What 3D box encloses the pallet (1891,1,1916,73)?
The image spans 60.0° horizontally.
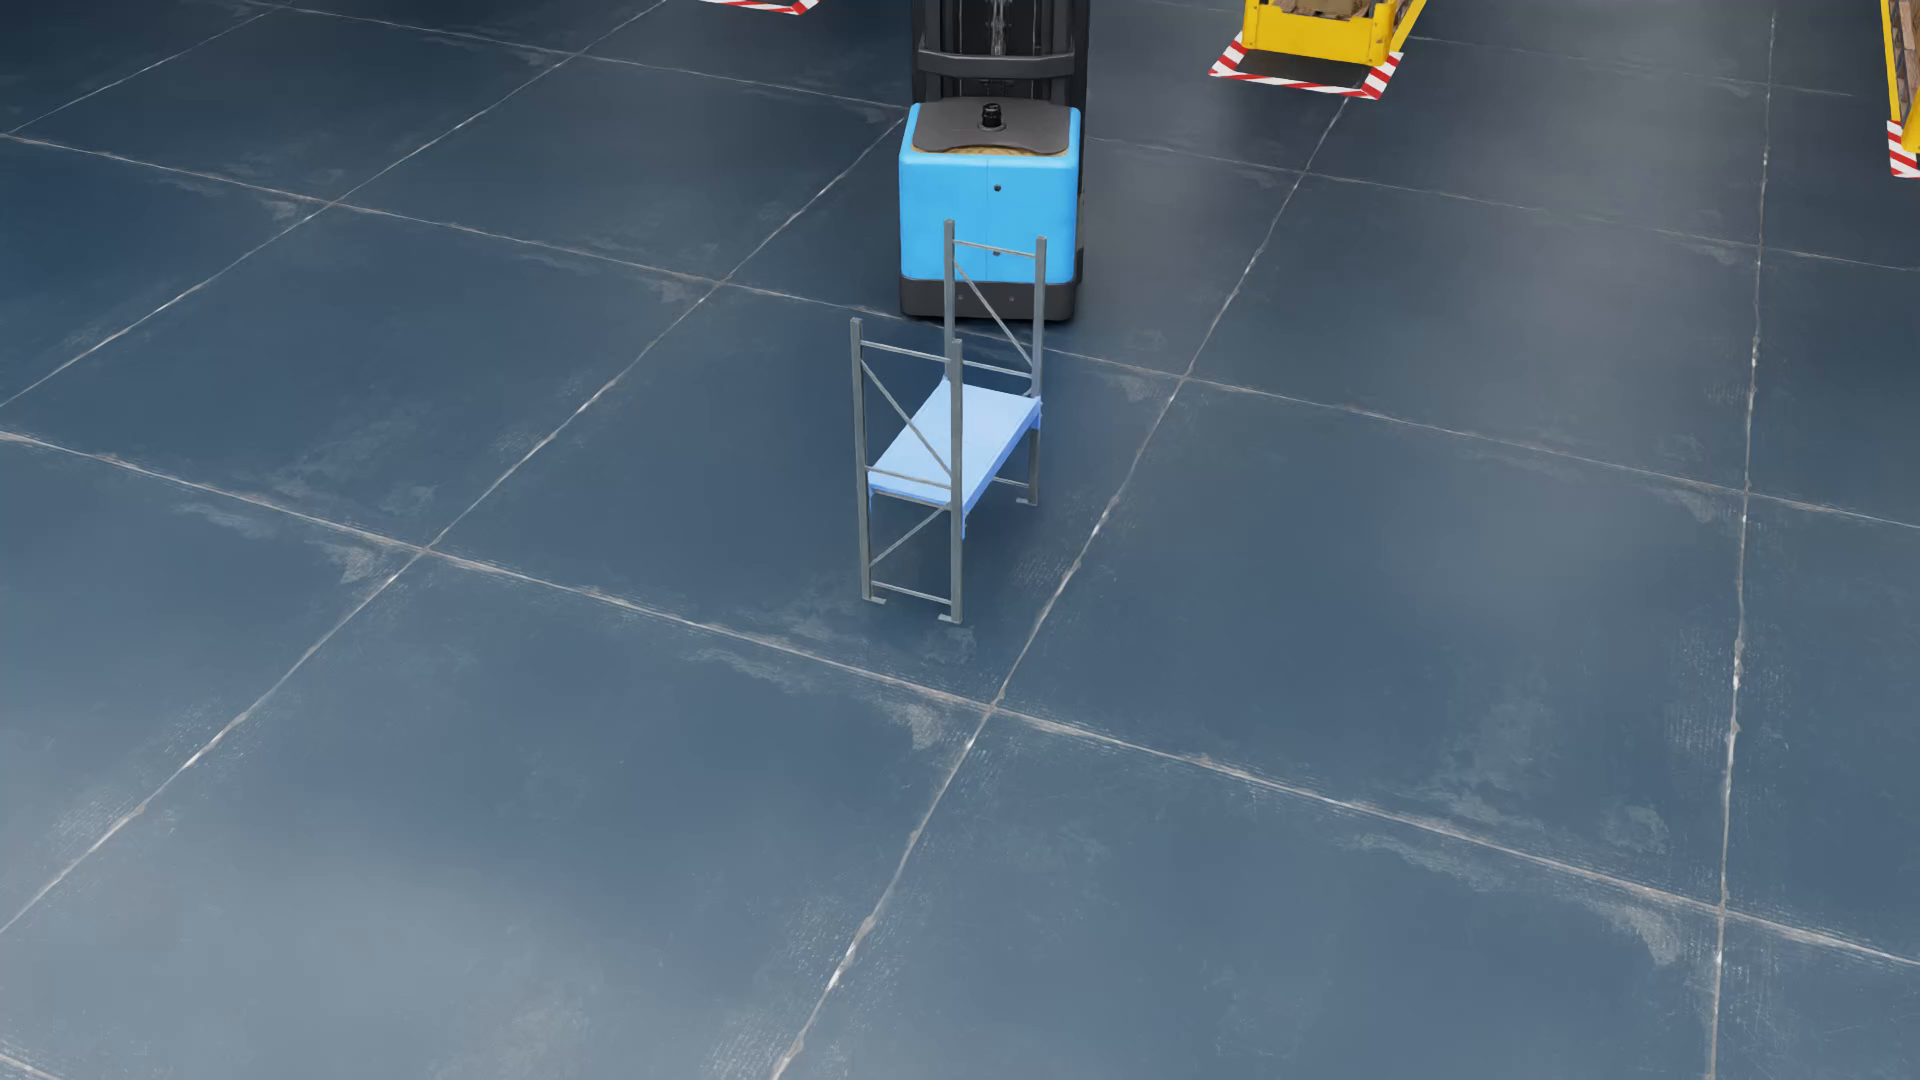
[{"bbox_3d":[8.120,-4.003,13.429,1.003,0.211,1.213,14,39,18],"label":"pallet"}]

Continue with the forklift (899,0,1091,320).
[{"bbox_3d":[0.264,-3.342,10.273,1.130,2.935,3.031,2,37,3],"label":"forklift"}]

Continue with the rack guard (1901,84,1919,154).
[{"bbox_3d":[7.413,-2.972,11.808,1.175,0.500,0.348,14,39,18],"label":"rack guard"}]

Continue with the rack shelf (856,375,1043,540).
[{"bbox_3d":[-0.032,-0.409,7.845,0.538,0.185,1.000,14,39,18],"label":"rack shelf"}]

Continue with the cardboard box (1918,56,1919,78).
[{"bbox_3d":[7.619,-3.694,12.110,0.875,0.875,0.875,14,39,18],"label":"cardboard box"}]

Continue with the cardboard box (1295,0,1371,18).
[{"bbox_3d":[3.127,-4.681,13.744,0.500,0.500,0.500,21,42,26],"label":"cardboard box"}]

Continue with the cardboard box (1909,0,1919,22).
[{"bbox_3d":[8.300,-4.686,13.437,0.875,0.875,0.875,14,39,18],"label":"cardboard box"}]

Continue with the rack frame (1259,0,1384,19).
[{"bbox_3d":[2.873,-5.172,12.664,1.000,3.000,0.127,14,39,18],"label":"rack frame"}]

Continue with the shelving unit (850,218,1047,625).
[{"bbox_3d":[-0.032,-0.553,7.738,0.538,1.500,1.048,14,39,18],"label":"shelving unit"}]

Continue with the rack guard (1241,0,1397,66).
[{"bbox_3d":[2.902,-4.213,13.469,1.175,0.500,0.348,14,39,18],"label":"rack guard"}]

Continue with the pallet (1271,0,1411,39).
[{"bbox_3d":[3.244,-4.539,14.146,1.003,0.211,1.213,14,39,18],"label":"pallet"}]

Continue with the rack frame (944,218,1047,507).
[{"bbox_3d":[0.161,-0.835,8.114,0.500,1.500,0.032,14,39,18],"label":"rack frame"}]

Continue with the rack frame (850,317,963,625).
[{"bbox_3d":[-0.226,-0.272,7.361,0.500,1.500,0.032,14,39,18],"label":"rack frame"}]

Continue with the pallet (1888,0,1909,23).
[{"bbox_3d":[8.582,-4.681,14.336,1.003,0.211,1.213,14,39,18],"label":"pallet"}]

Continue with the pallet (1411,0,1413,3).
[{"bbox_3d":[3.710,-5.212,15.047,1.003,0.211,1.213,14,39,18],"label":"pallet"}]

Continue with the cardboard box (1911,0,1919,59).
[{"bbox_3d":[7.952,-4.181,12.763,0.875,0.875,0.875,13,39,17],"label":"cardboard box"}]

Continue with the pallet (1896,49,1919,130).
[{"bbox_3d":[7.654,-3.330,12.528,1.003,0.211,1.213,14,39,18],"label":"pallet"}]
